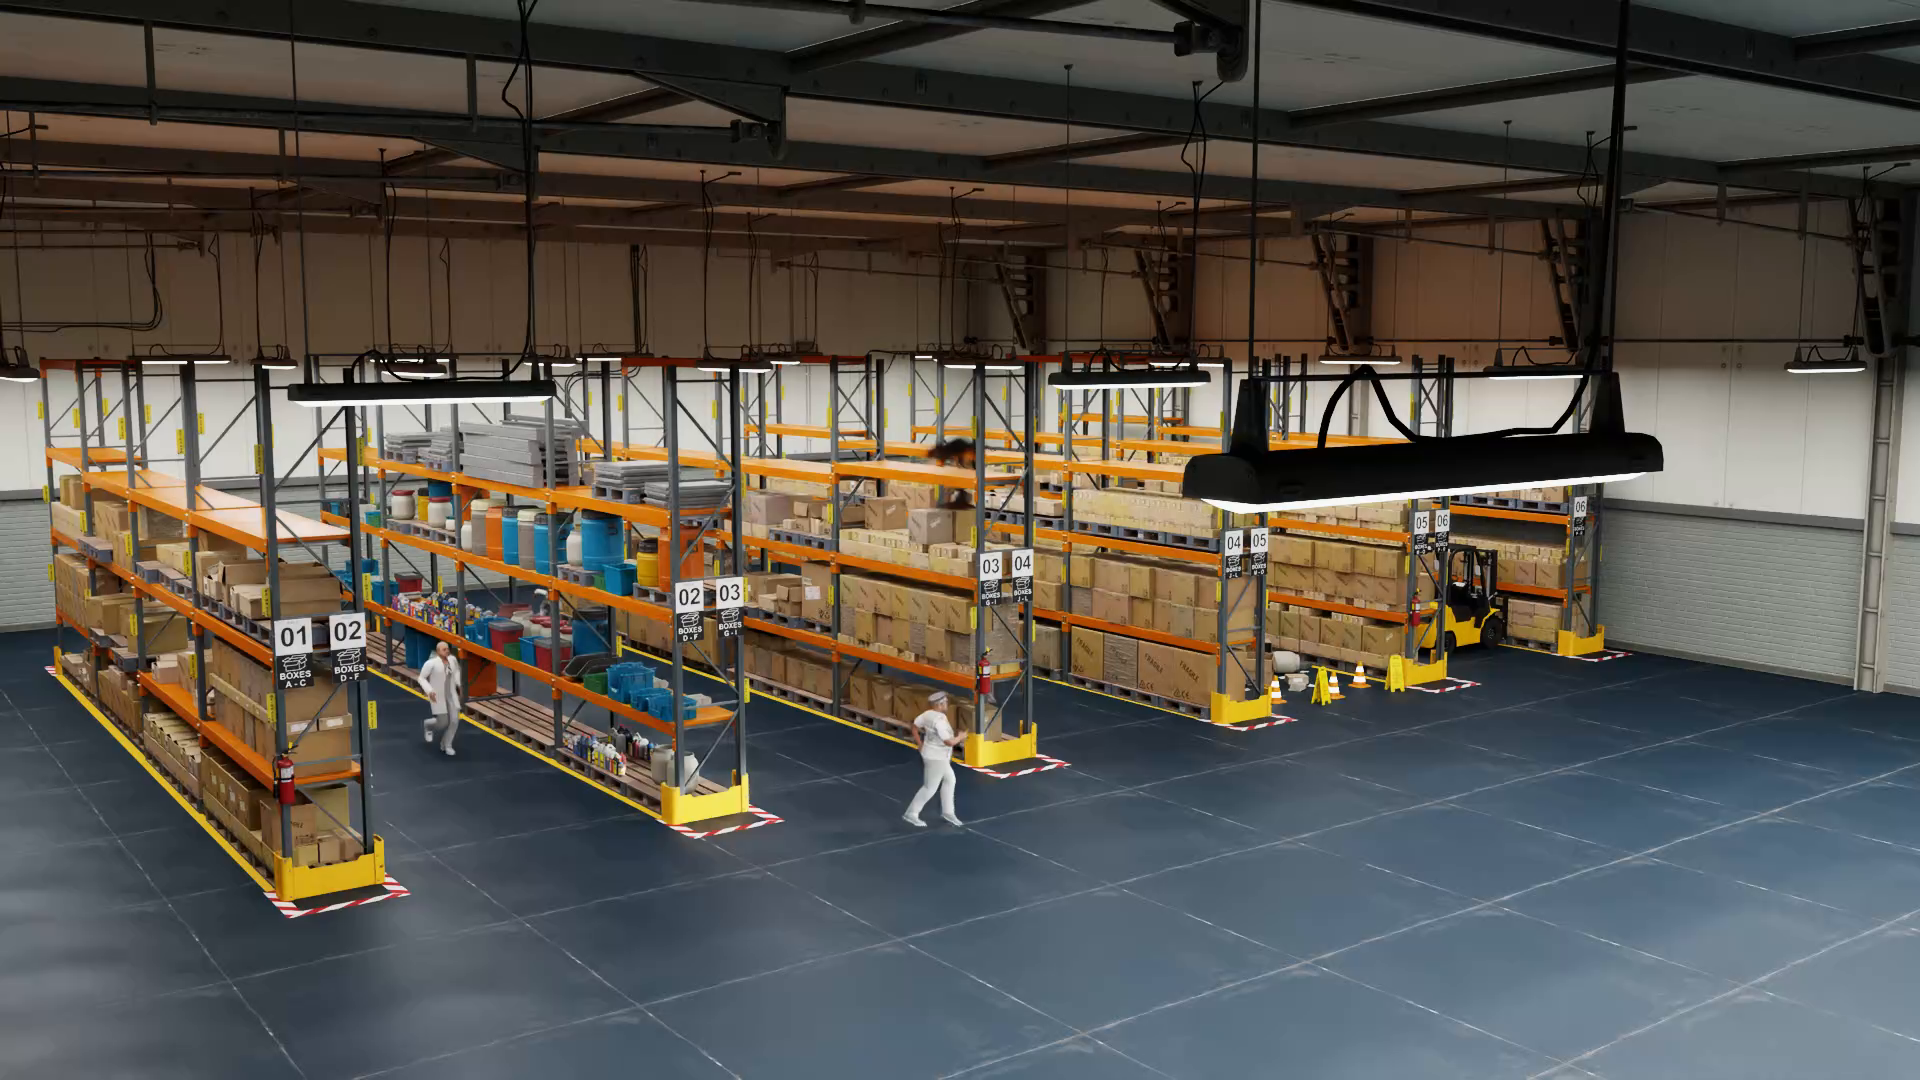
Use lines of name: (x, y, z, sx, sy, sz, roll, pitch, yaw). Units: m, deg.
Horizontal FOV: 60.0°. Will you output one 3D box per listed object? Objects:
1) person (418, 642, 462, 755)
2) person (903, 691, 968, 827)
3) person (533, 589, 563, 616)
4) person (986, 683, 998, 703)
person: (-8.014, 2.415, 25.658, 0.721, 1.734, 0.728, 6, 9, 41)
person: (-0.305, 2.868, 21.561, 0.858, 1.840, 0.619, -2, 7, -13)
person: (-8.530, 1.556, 34.464, 0.524, 1.286, 1.017, -3, 7, -22)
person: (0.495, 1.987, 29.411, 0.600, 1.698, 0.798, -5, 8, -34)
